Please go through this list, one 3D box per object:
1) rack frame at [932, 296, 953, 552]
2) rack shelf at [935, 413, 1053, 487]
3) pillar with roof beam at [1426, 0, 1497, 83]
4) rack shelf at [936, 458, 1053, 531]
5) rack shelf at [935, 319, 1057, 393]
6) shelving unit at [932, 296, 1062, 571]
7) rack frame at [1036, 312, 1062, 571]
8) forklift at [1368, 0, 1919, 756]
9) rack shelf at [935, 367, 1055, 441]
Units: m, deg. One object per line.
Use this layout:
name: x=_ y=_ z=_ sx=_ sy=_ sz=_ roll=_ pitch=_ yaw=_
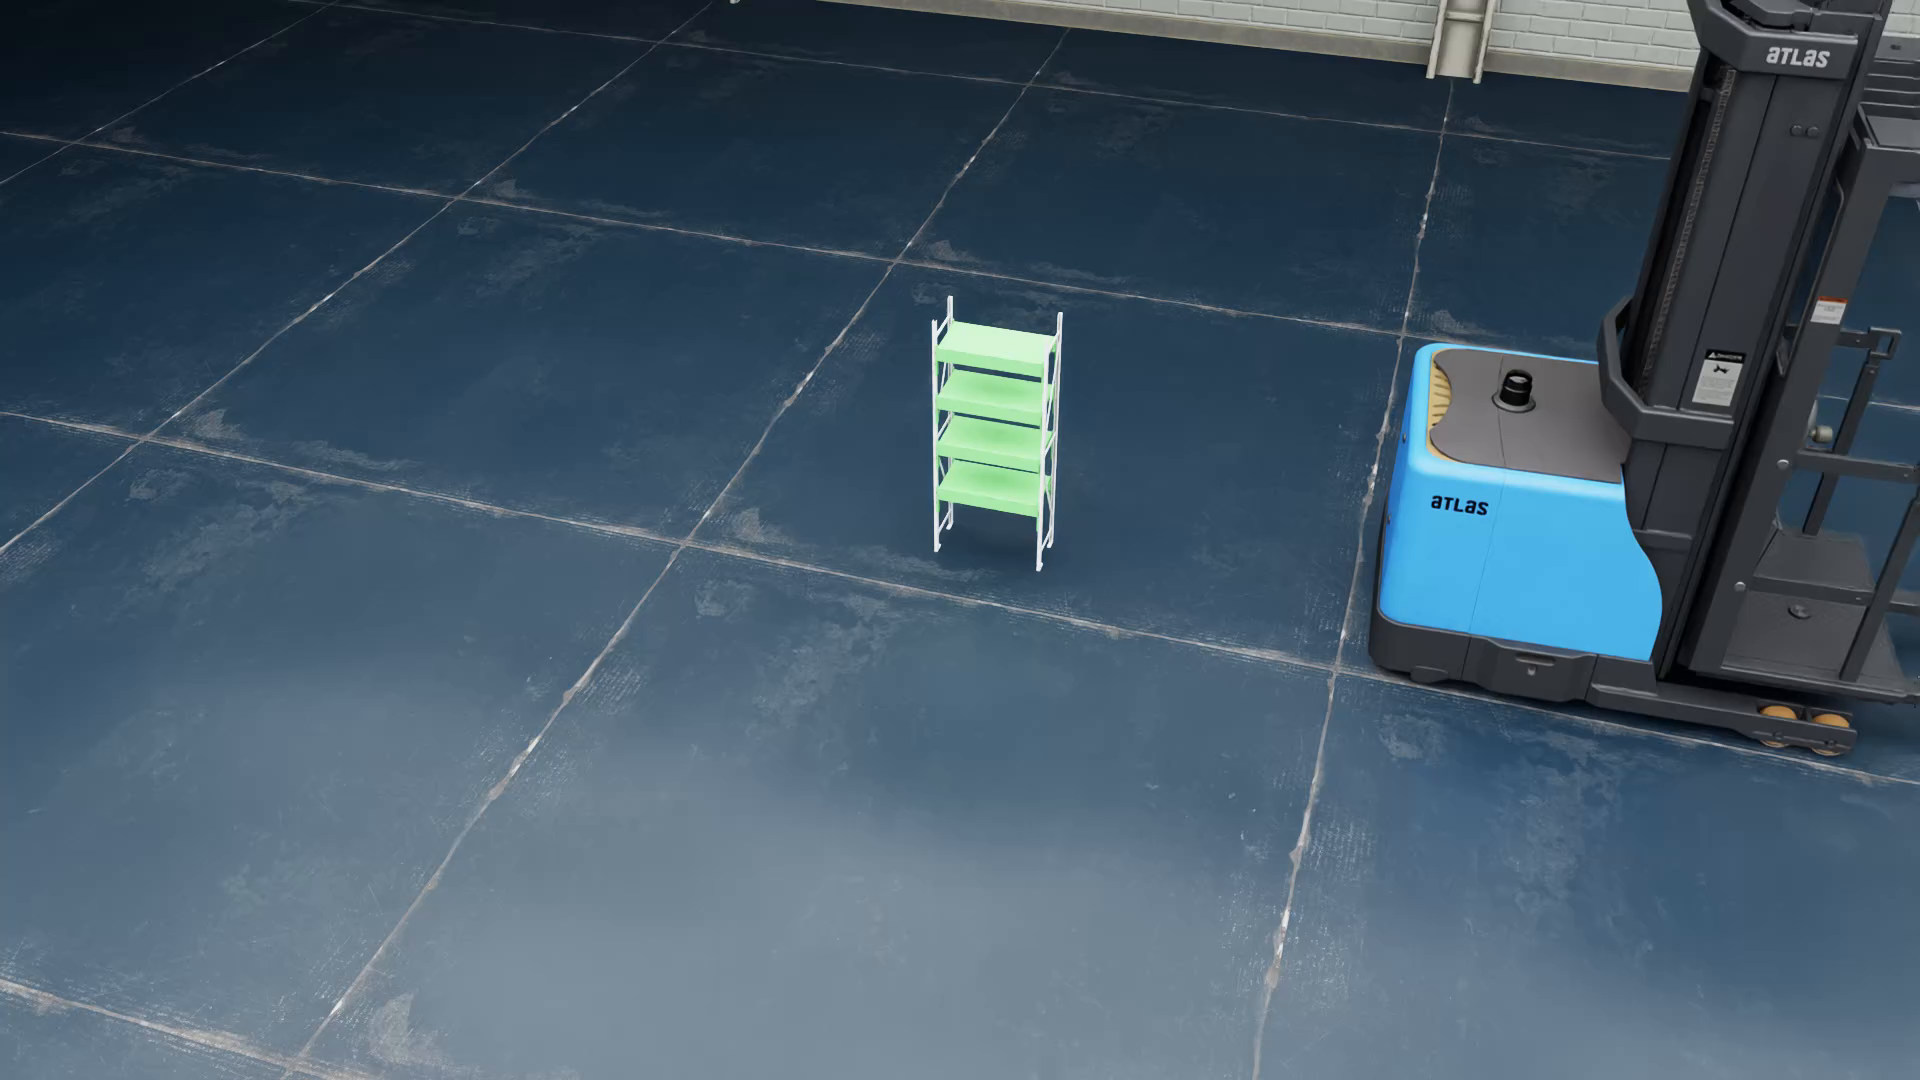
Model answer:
rack frame: x=-0.075 y=-0.497 z=7.413 sx=0.015 sy=1.200 sz=0.240 roll=10 pitch=38 yaw=14
rack shelf: x=0.158 y=-0.403 z=7.392 sx=0.480 sy=0.148 sz=0.258 roll=10 pitch=38 yaw=14
pillar with roof beam: x=2.441 y=-4.703 z=6.549 sx=0.400 sy=9.000 sz=9.100 roll=10 pitch=38 yaw=14
rack shelf: x=0.158 y=-0.209 z=7.535 sx=0.480 sy=0.148 sz=0.258 roll=10 pitch=38 yaw=14
rack shelf: x=0.158 y=-0.789 z=7.108 sx=0.480 sy=0.148 sz=0.258 roll=10 pitch=38 yaw=14
shelving unit: x=0.158 y=-0.454 z=7.355 sx=0.503 sy=1.200 sz=0.258 roll=10 pitch=38 yaw=14
rack frame: x=0.391 y=-0.411 z=7.296 sx=0.015 sy=1.200 sz=0.240 roll=10 pitch=38 yaw=14
forklift: x=3.289 y=-0.676 z=6.196 sx=3.031 sy=2.935 sz=1.130 roll=9 pitch=37 yaw=12
rack shelf: x=0.158 y=-0.596 z=7.250 sx=0.480 sy=0.148 sz=0.258 roll=10 pitch=38 yaw=14
